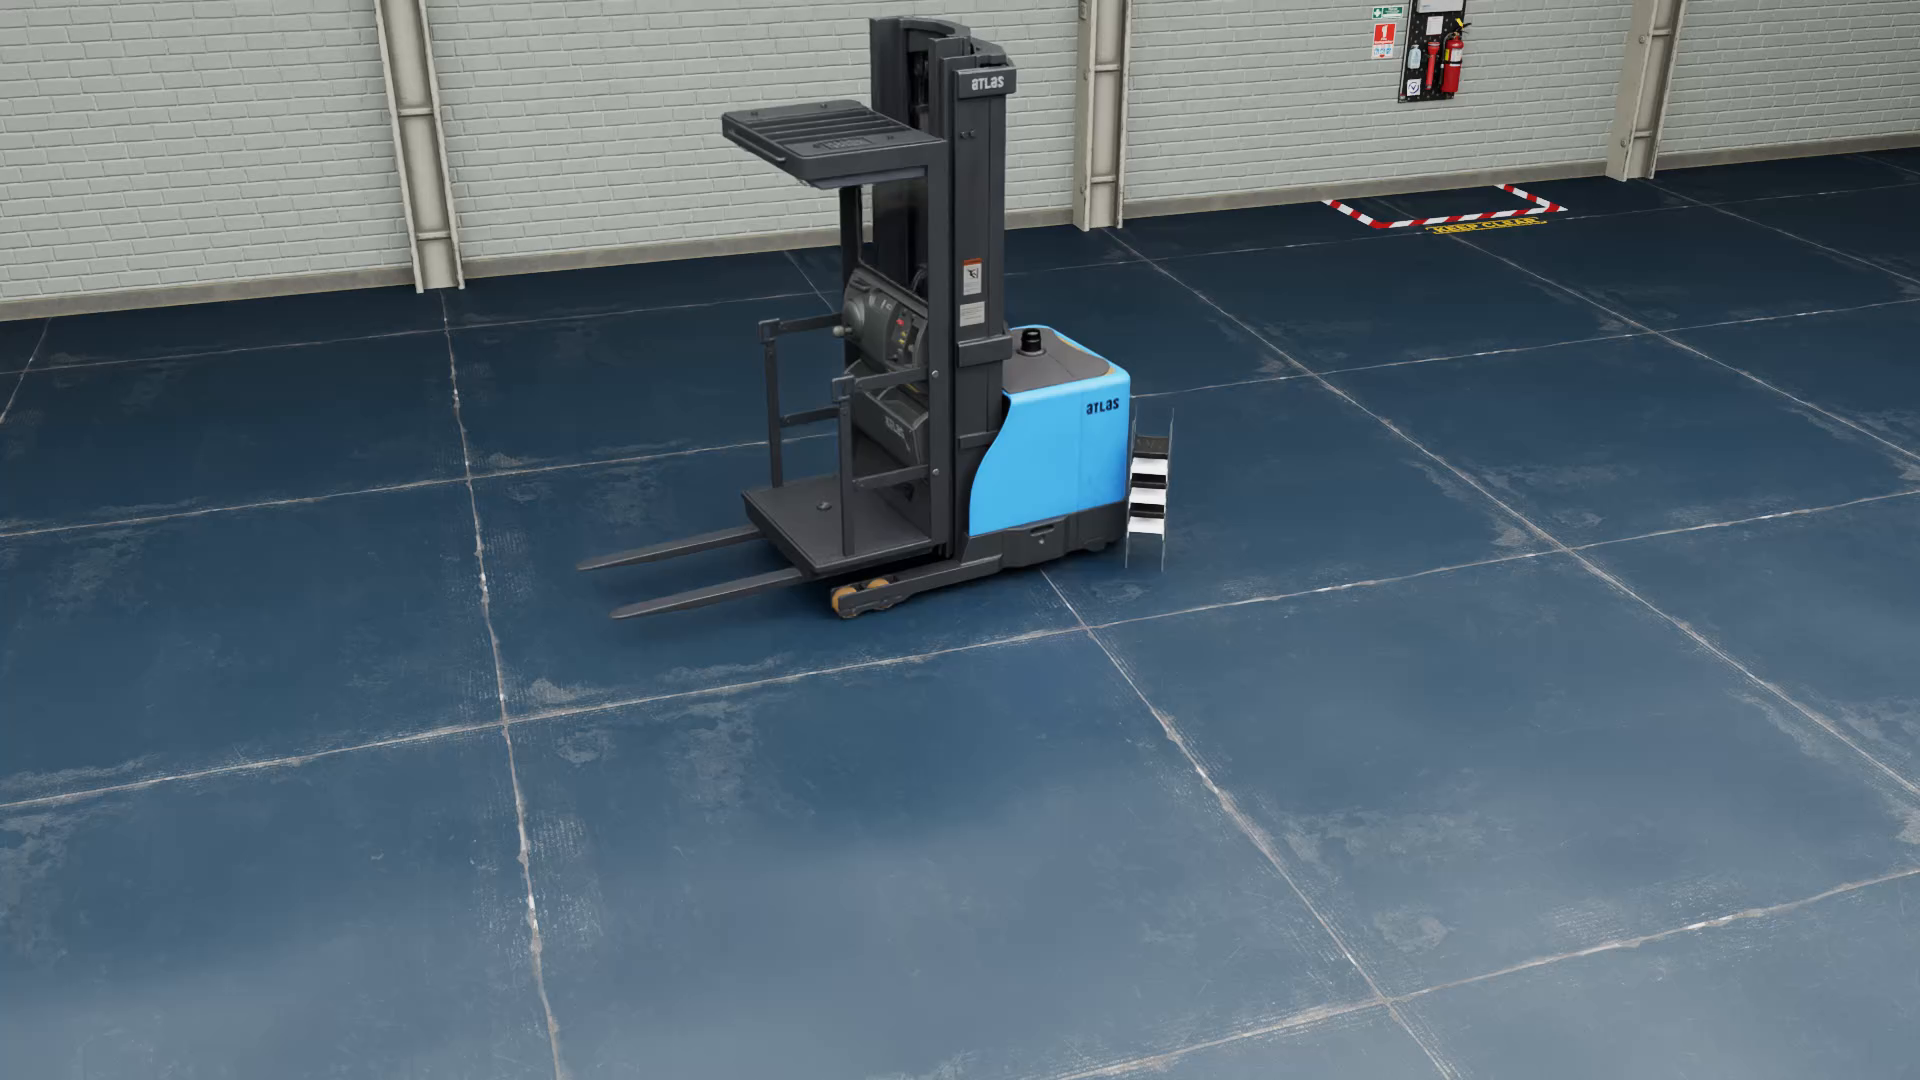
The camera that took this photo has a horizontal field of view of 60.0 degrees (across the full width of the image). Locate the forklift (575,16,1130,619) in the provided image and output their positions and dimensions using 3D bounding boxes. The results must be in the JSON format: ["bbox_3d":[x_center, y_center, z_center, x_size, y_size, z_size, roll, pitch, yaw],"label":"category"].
[{"bbox_3d":[-0.585,-1.161,8.792,3.031,2.935,1.130,-13,29,-25],"label":"forklift"}]

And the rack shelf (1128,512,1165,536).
[{"bbox_3d":[1.060,-0.095,9.408,0.200,0.077,0.258,5,27,9],"label":"rack shelf"}]

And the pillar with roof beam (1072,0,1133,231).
[{"bbox_3d":[2.632,-5.195,10.094,0.400,9.000,9.100,-8,28,-16],"label":"pillar with roof beam"}]

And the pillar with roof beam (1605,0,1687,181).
[{"bbox_3d":[8.338,-6.021,11.758,0.400,9.000,9.100,-8,28,-16],"label":"pillar with roof beam"}]

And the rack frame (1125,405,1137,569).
[{"bbox_3d":[0.960,-0.294,9.330,0.006,0.900,0.240,5,27,9],"label":"rack frame"}]

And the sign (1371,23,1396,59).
[{"bbox_3d":[4.085,-4.813,16.032,0.234,0.329,0.001,-8,28,-16],"label":"sign"}]

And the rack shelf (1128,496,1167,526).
[{"bbox_3d":[1.060,-0.175,9.368,0.200,0.077,0.258,5,27,9],"label":"rack shelf"}]

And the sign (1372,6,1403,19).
[{"bbox_3d":[4.092,-5.048,15.908,0.331,0.109,0.001,-8,28,-16],"label":"sign"}]

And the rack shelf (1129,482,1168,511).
[{"bbox_3d":[1.060,-0.256,9.328,0.200,0.077,0.258,5,27,9],"label":"rack shelf"}]

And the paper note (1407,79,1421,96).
[{"bbox_3d":[4.453,-4.440,16.311,0.142,0.148,0.016,-8,28,-16],"label":"paper note"}]

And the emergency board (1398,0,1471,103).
[{"bbox_3d":[4.643,-4.830,16.106,0.643,1.169,0.194,-8,28,-16],"label":"emergency board"}]

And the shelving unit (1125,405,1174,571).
[{"bbox_3d":[1.060,-0.286,9.314,0.210,0.900,0.258,5,27,9],"label":"shelving unit"}]

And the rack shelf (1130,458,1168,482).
[{"bbox_3d":[1.060,-0.417,9.248,0.200,0.077,0.258,5,27,9],"label":"rack shelf"}]

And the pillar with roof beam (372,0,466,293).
[{"bbox_3d":[-3.073,-4.369,8.430,0.400,9.000,9.100,-8,28,-16],"label":"pillar with roof beam"}]

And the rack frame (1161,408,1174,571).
[{"bbox_3d":[1.160,-0.278,9.297,0.006,0.900,0.240,5,27,9],"label":"rack frame"}]

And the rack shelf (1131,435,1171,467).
[{"bbox_3d":[1.060,-0.498,9.208,0.200,0.077,0.258,5,27,9],"label":"rack shelf"}]

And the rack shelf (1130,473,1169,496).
[{"bbox_3d":[1.060,-0.337,9.288,0.200,0.077,0.258,5,27,9],"label":"rack shelf"}]
